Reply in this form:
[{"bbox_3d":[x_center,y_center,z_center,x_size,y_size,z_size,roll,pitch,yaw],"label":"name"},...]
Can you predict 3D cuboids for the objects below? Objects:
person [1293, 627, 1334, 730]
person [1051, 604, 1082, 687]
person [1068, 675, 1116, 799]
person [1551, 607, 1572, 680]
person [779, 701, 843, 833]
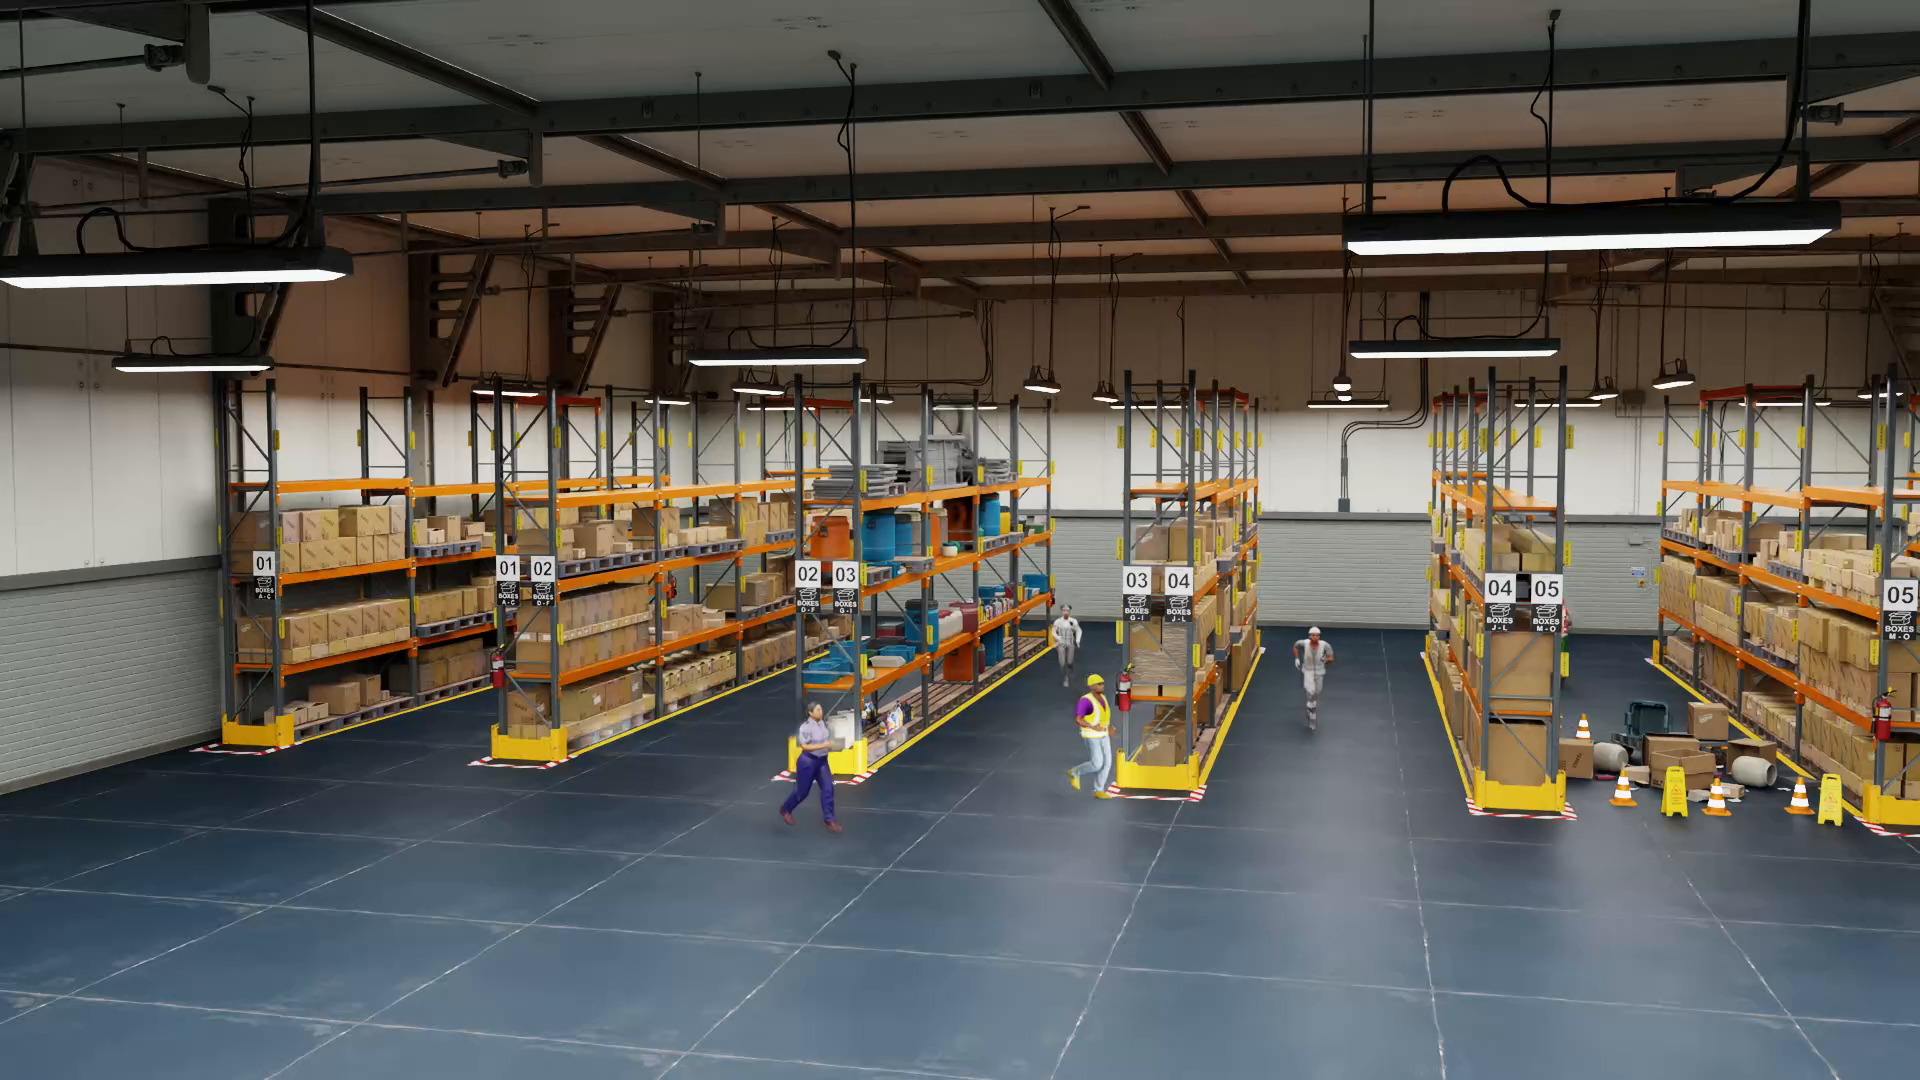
[{"bbox_3d":[6.179,2.384,29.123,0.651,1.791,0.983,0,3,0],"label":"person"},{"bbox_3d":[2.132,2.109,33.352,0.612,1.658,0.542,0,3,5],"label":"person"},{"bbox_3d":[1.862,2.740,23.291,0.686,1.728,0.699,3,5,41],"label":"person"},{"bbox_3d":[12.415,2.041,34.549,0.588,1.830,0.835,0,3,8],"label":"person"},{"bbox_3d":[-1.900,2.880,21.261,0.933,1.652,0.598,2,4,34],"label":"person"}]
